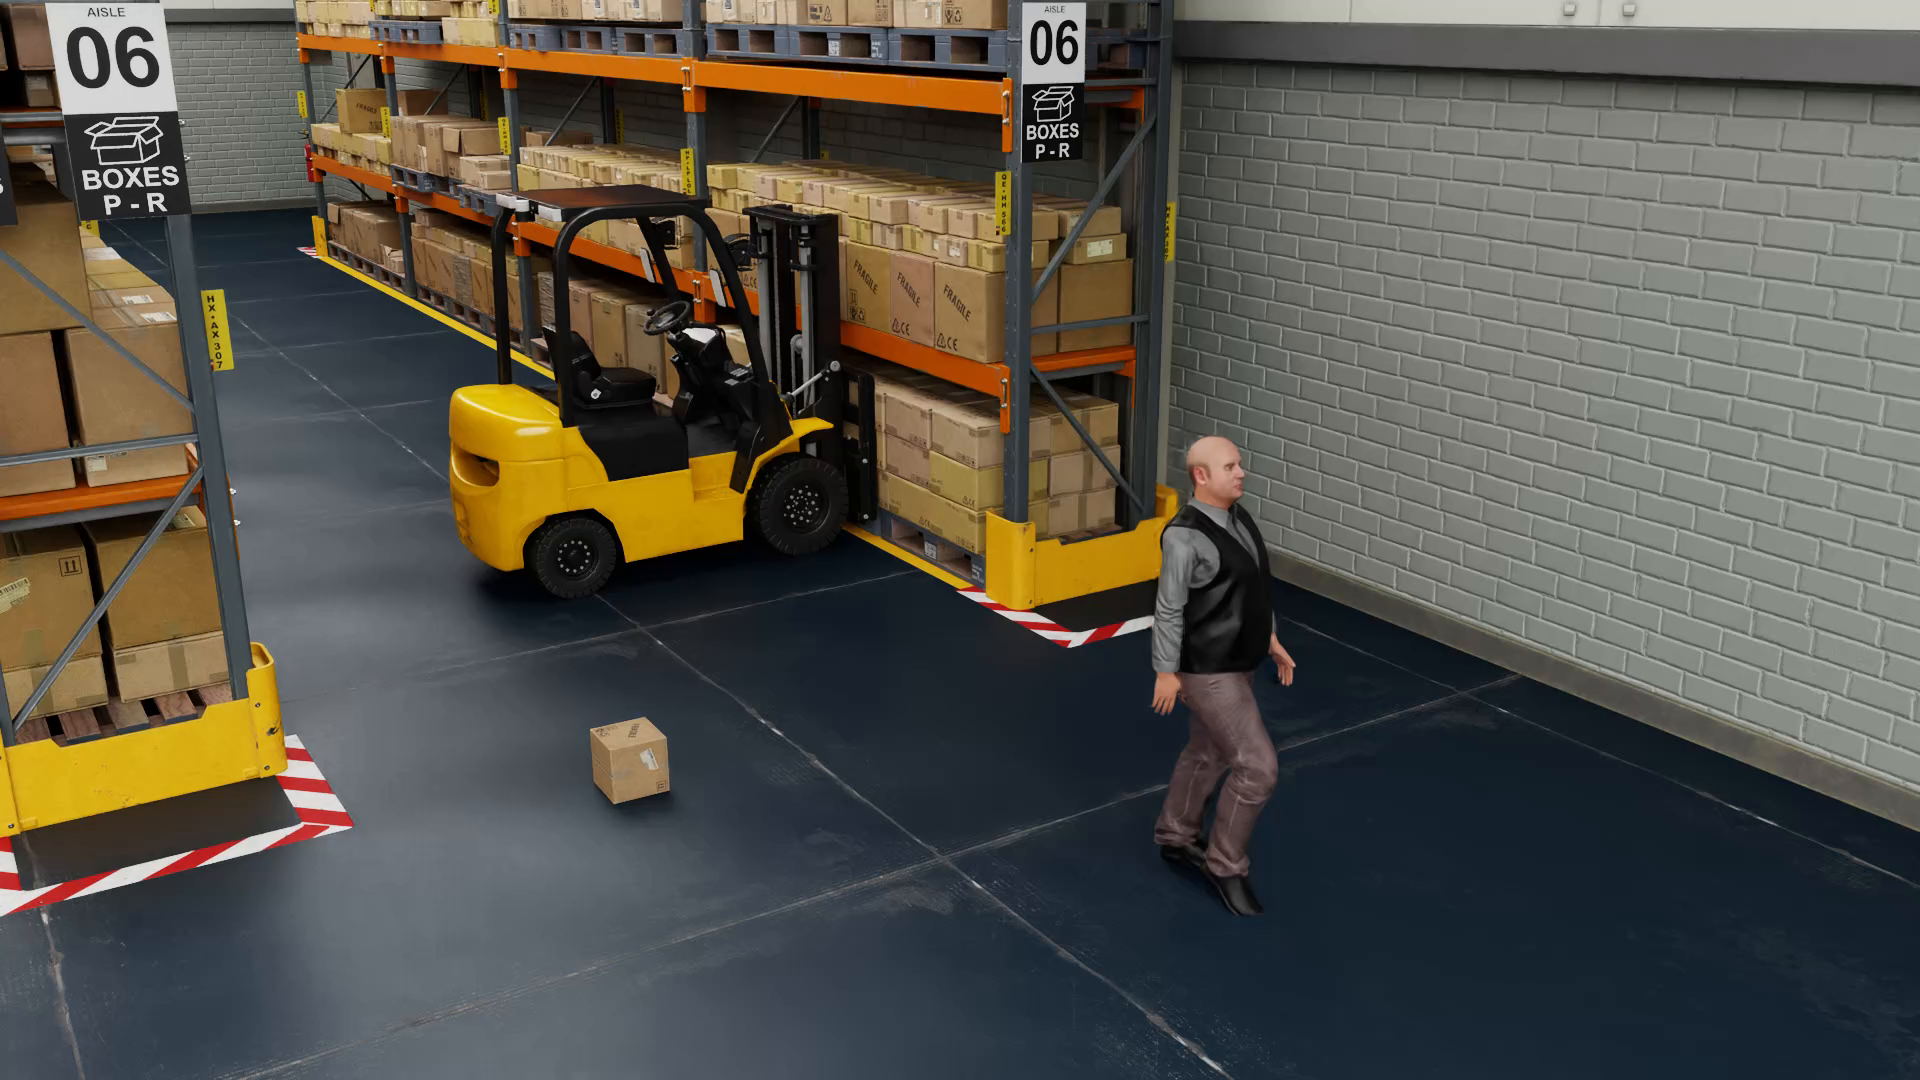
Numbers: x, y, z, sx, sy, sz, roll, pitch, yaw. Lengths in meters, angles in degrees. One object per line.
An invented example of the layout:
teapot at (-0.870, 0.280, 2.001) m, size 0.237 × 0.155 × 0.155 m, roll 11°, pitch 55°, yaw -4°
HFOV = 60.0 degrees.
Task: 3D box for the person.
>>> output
person at (0.976, 0.496, 6.106) m, size 0.525 × 1.780 × 0.540 m, roll 9°, pitch 20°, yaw 27°
